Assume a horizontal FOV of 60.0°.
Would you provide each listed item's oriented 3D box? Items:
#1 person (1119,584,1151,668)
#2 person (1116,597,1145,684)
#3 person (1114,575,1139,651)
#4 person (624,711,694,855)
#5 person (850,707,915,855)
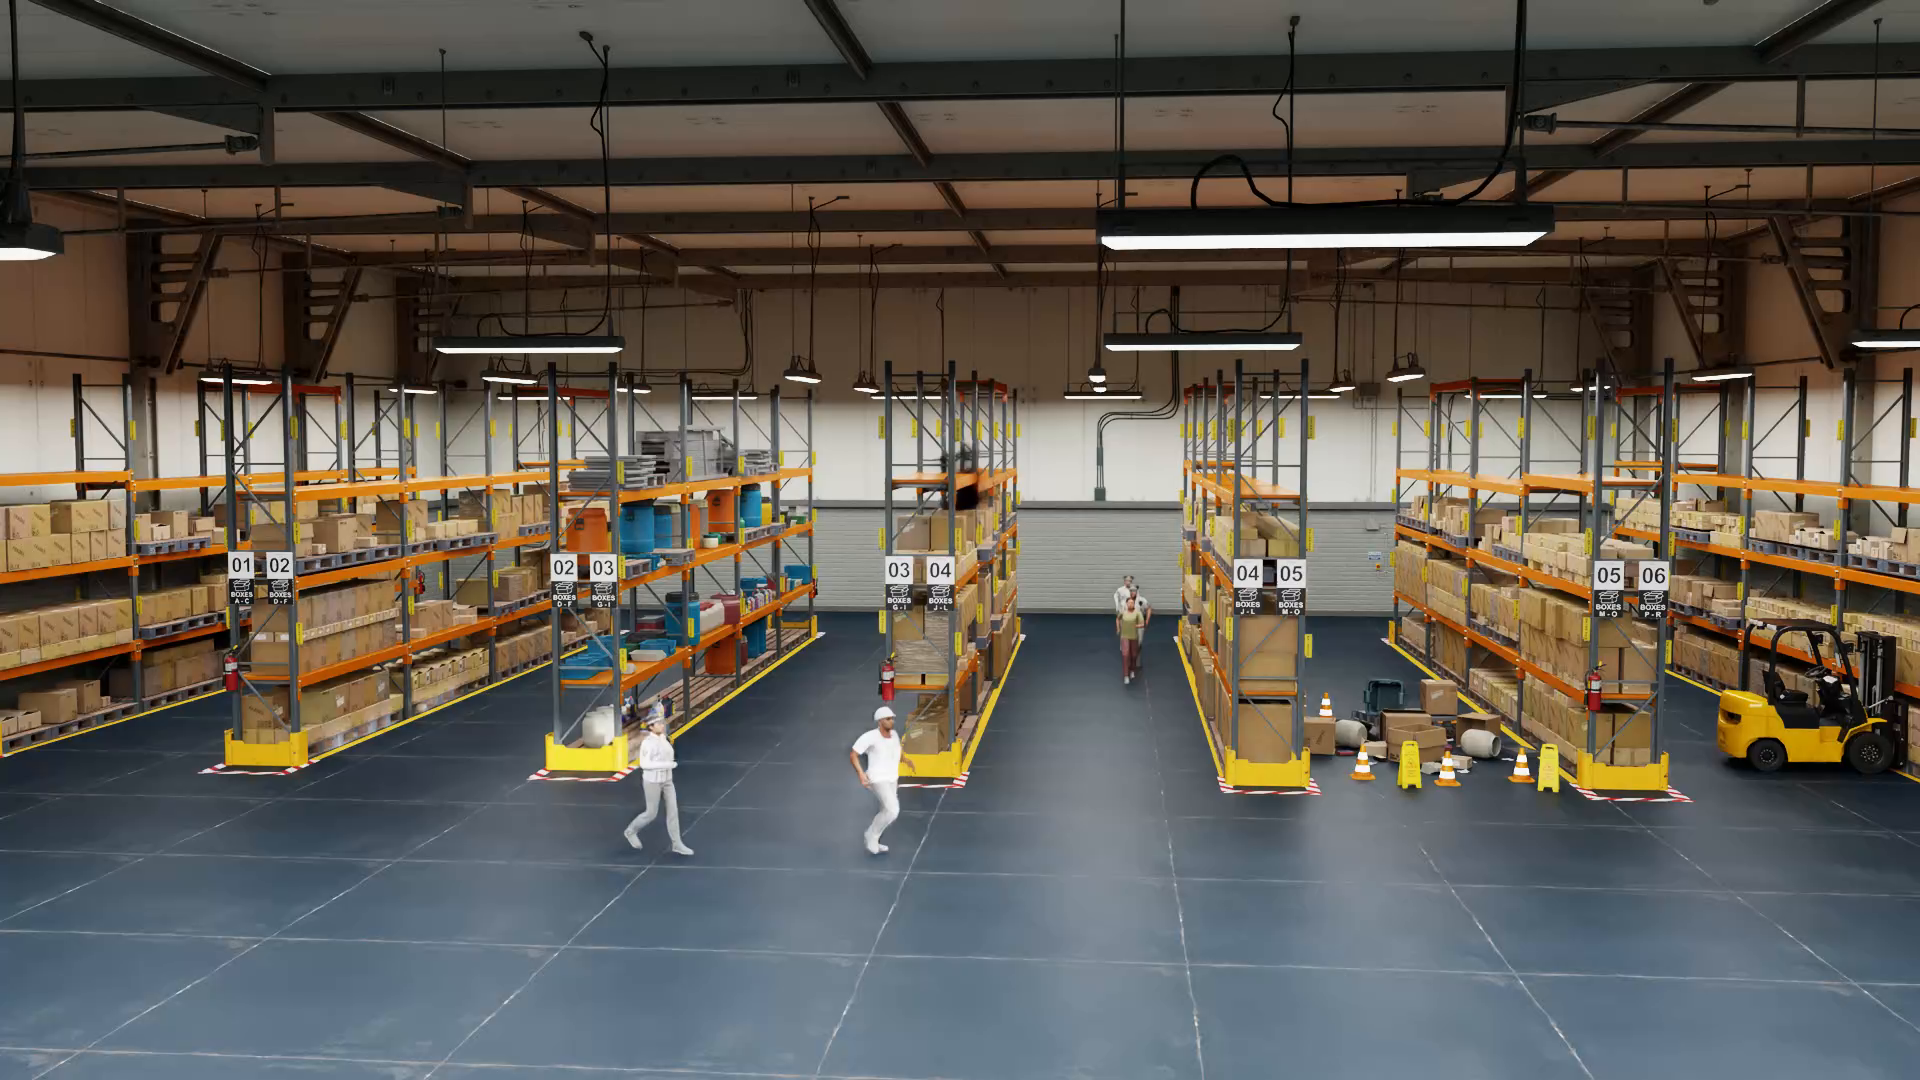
[{"bbox_3d":[3.694,1.823,35.194,0.668,1.791,0.683,1,4,11],"label":"person"},{"bbox_3d":[3.382,1.963,33.029,0.575,1.661,0.951,0,4,7],"label":"person"},{"bbox_3d":[3.818,1.648,38.067,0.592,1.706,0.735,0,4,7],"label":"person"},{"bbox_3d":[-3.539,2.836,19.522,0.917,1.673,0.622,2,4,26],"label":"person"},{"bbox_3d":[-0.867,2.836,19.639,0.633,1.738,0.700,3,5,34],"label":"person"}]
